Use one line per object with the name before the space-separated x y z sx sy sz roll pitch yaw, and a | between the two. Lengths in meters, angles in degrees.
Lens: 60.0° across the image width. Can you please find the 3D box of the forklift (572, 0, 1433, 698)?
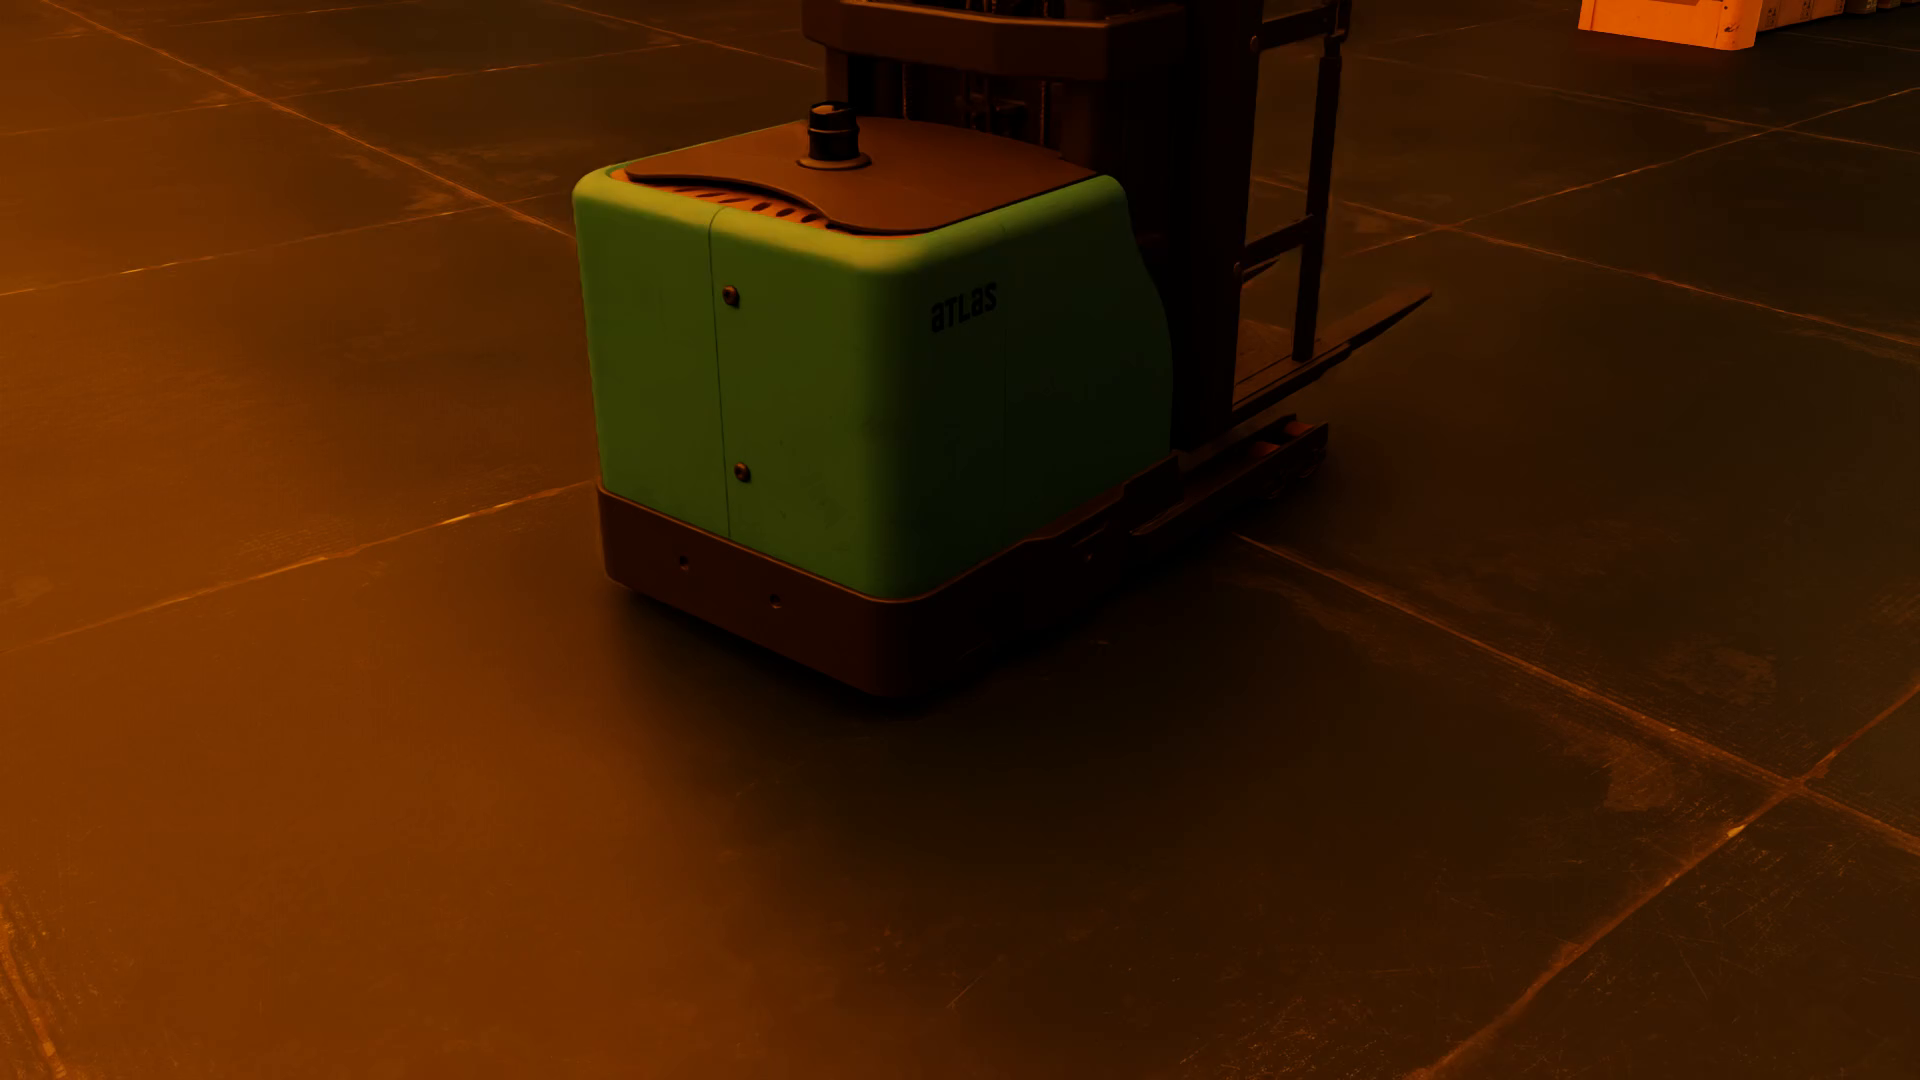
forklift | 0.423 -1.551 4.330 1.130 2.935 3.031 20 33 34
